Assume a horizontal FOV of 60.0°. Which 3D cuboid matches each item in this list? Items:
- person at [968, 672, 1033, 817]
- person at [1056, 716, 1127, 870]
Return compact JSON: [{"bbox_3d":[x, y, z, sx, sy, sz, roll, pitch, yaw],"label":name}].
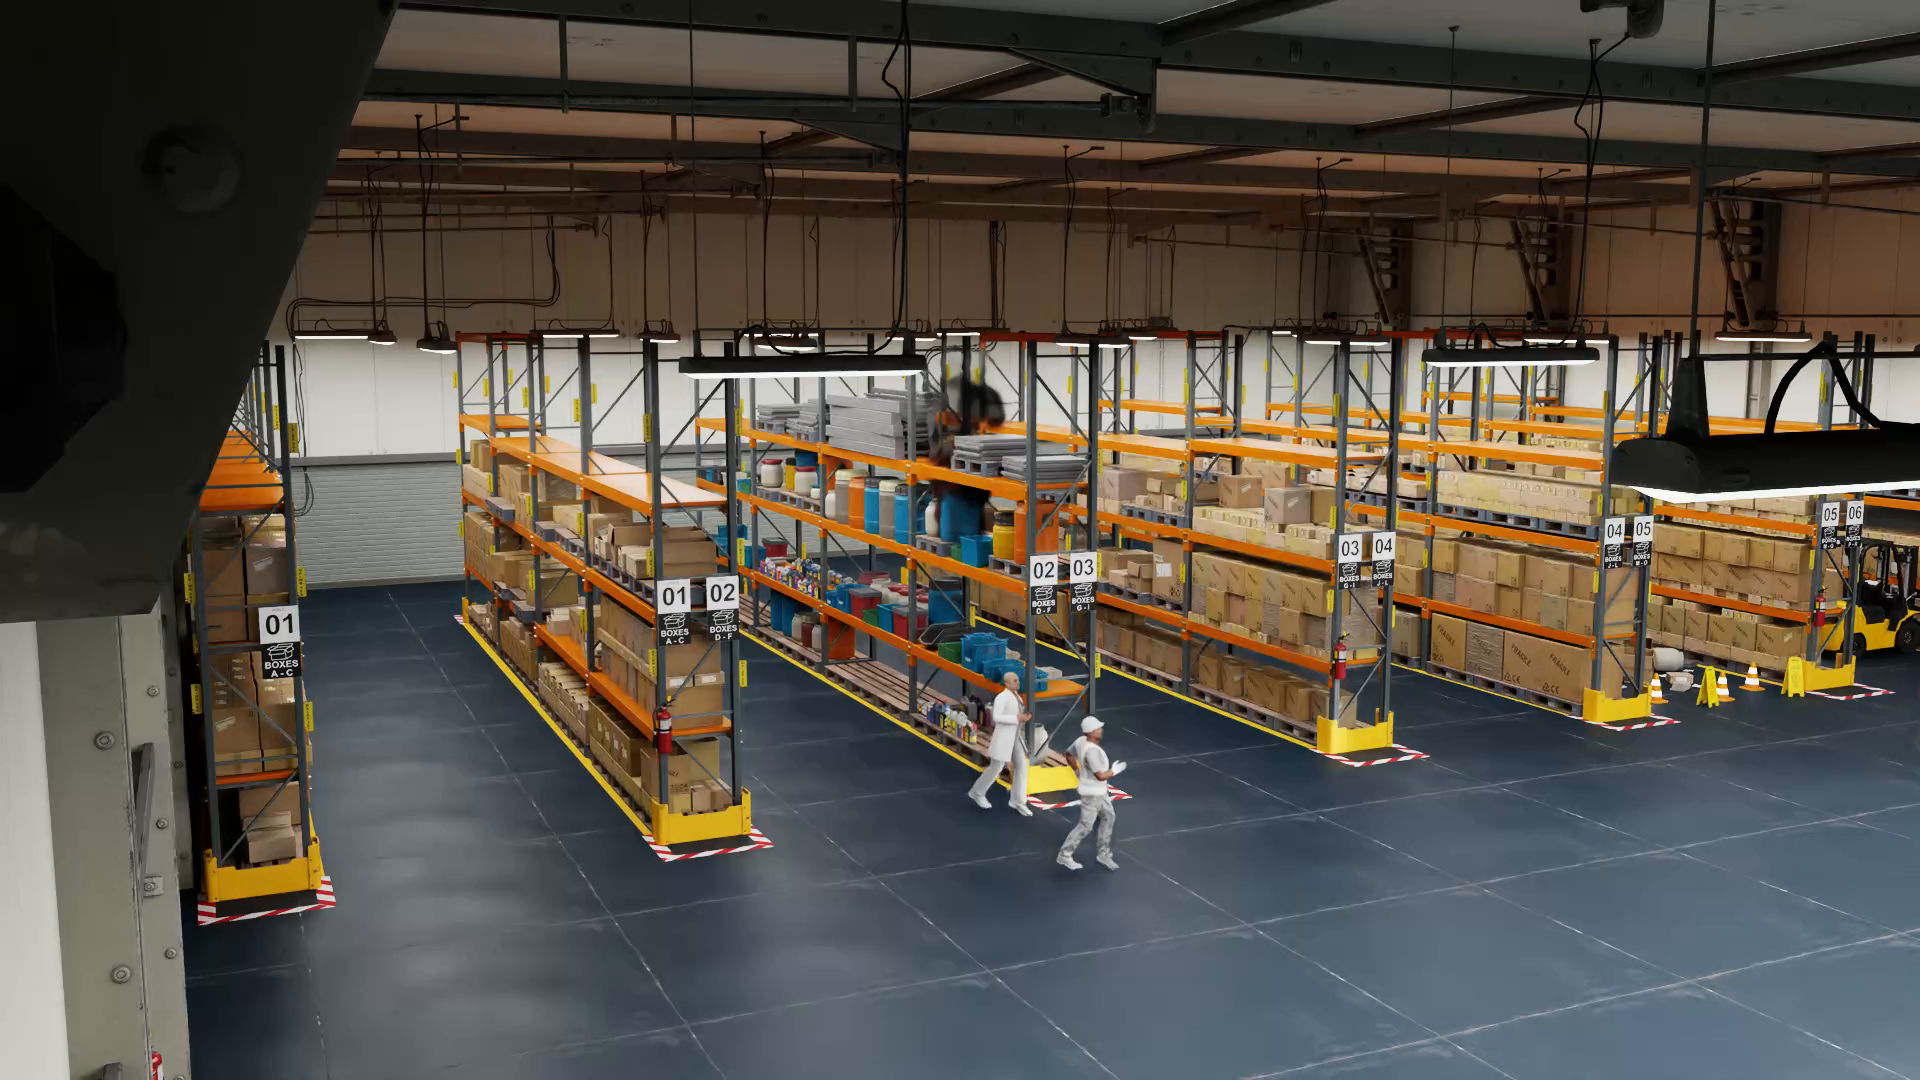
[{"bbox_3d":[0.577,2.592,21.306,0.891,1.834,0.710,5,9,31],"label":"person"},{"bbox_3d":[1.491,2.910,18.918,0.794,1.852,0.668,0,8,1],"label":"person"}]
